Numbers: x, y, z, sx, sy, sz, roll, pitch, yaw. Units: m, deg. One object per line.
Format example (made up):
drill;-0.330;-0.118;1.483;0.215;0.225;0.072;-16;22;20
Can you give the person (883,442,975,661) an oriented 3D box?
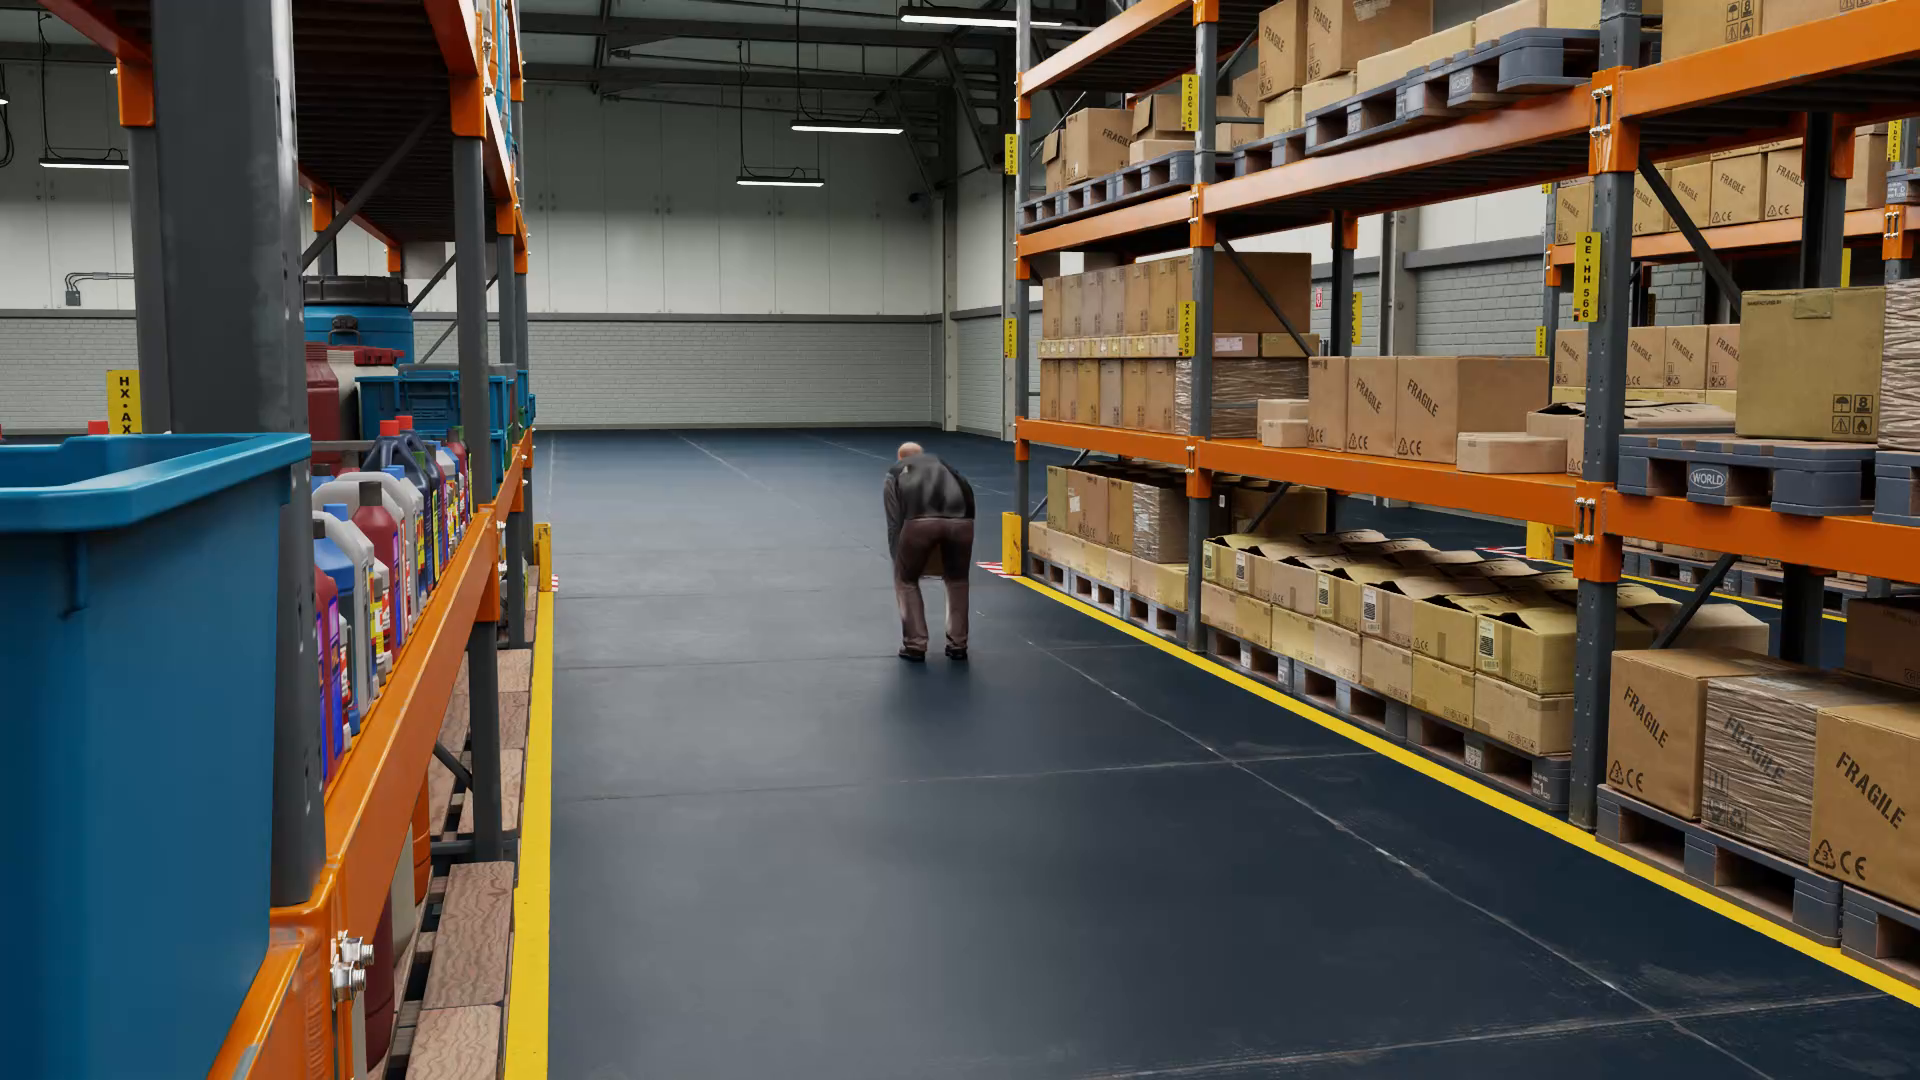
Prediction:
person;-0.208;0.082;10.157;0.470;1.224;0.909;-2;6;-16
